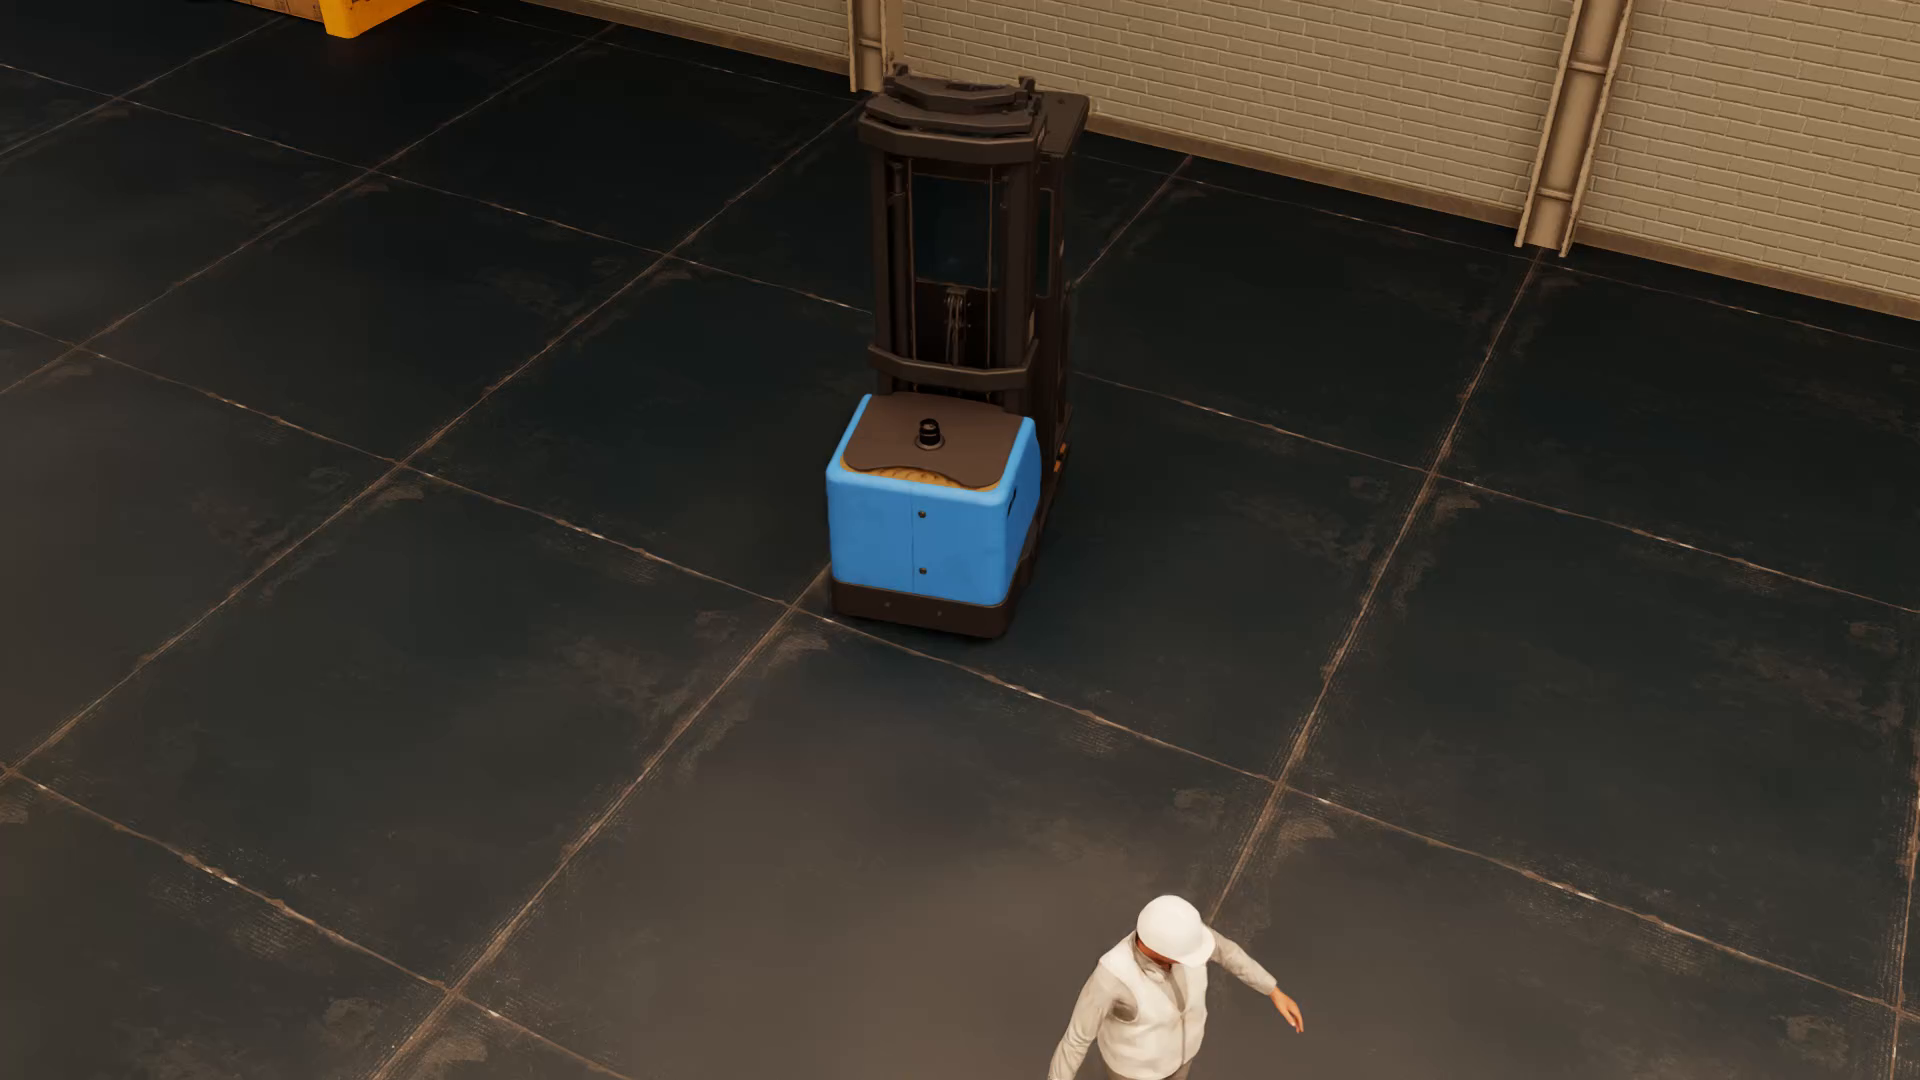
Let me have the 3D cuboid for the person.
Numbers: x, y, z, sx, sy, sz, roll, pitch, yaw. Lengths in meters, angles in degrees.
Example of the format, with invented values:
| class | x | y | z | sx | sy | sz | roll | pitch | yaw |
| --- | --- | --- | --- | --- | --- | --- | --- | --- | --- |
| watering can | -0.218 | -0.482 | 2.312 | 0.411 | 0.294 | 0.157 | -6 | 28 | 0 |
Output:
| class | x | y | z | sx | sy | sz | roll | pitch | yaw |
| --- | --- | --- | --- | --- | --- | --- | --- | --- | --- |
| person | 0.780 | 2.041 | 6.501 | 0.967 | 1.758 | 0.721 | -28 | 48 | -29 |

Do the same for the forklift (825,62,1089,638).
| class | x | y | z | sx | sy | sz | roll | pitch | yaw |
| --- | --- | --- | --- | --- | --- | --- | --- | --- | --- |
| forklift | 0.099 | -1.518 | 9.789 | 1.130 | 2.935 | 3.031 | 9 | 41 | 11 |
